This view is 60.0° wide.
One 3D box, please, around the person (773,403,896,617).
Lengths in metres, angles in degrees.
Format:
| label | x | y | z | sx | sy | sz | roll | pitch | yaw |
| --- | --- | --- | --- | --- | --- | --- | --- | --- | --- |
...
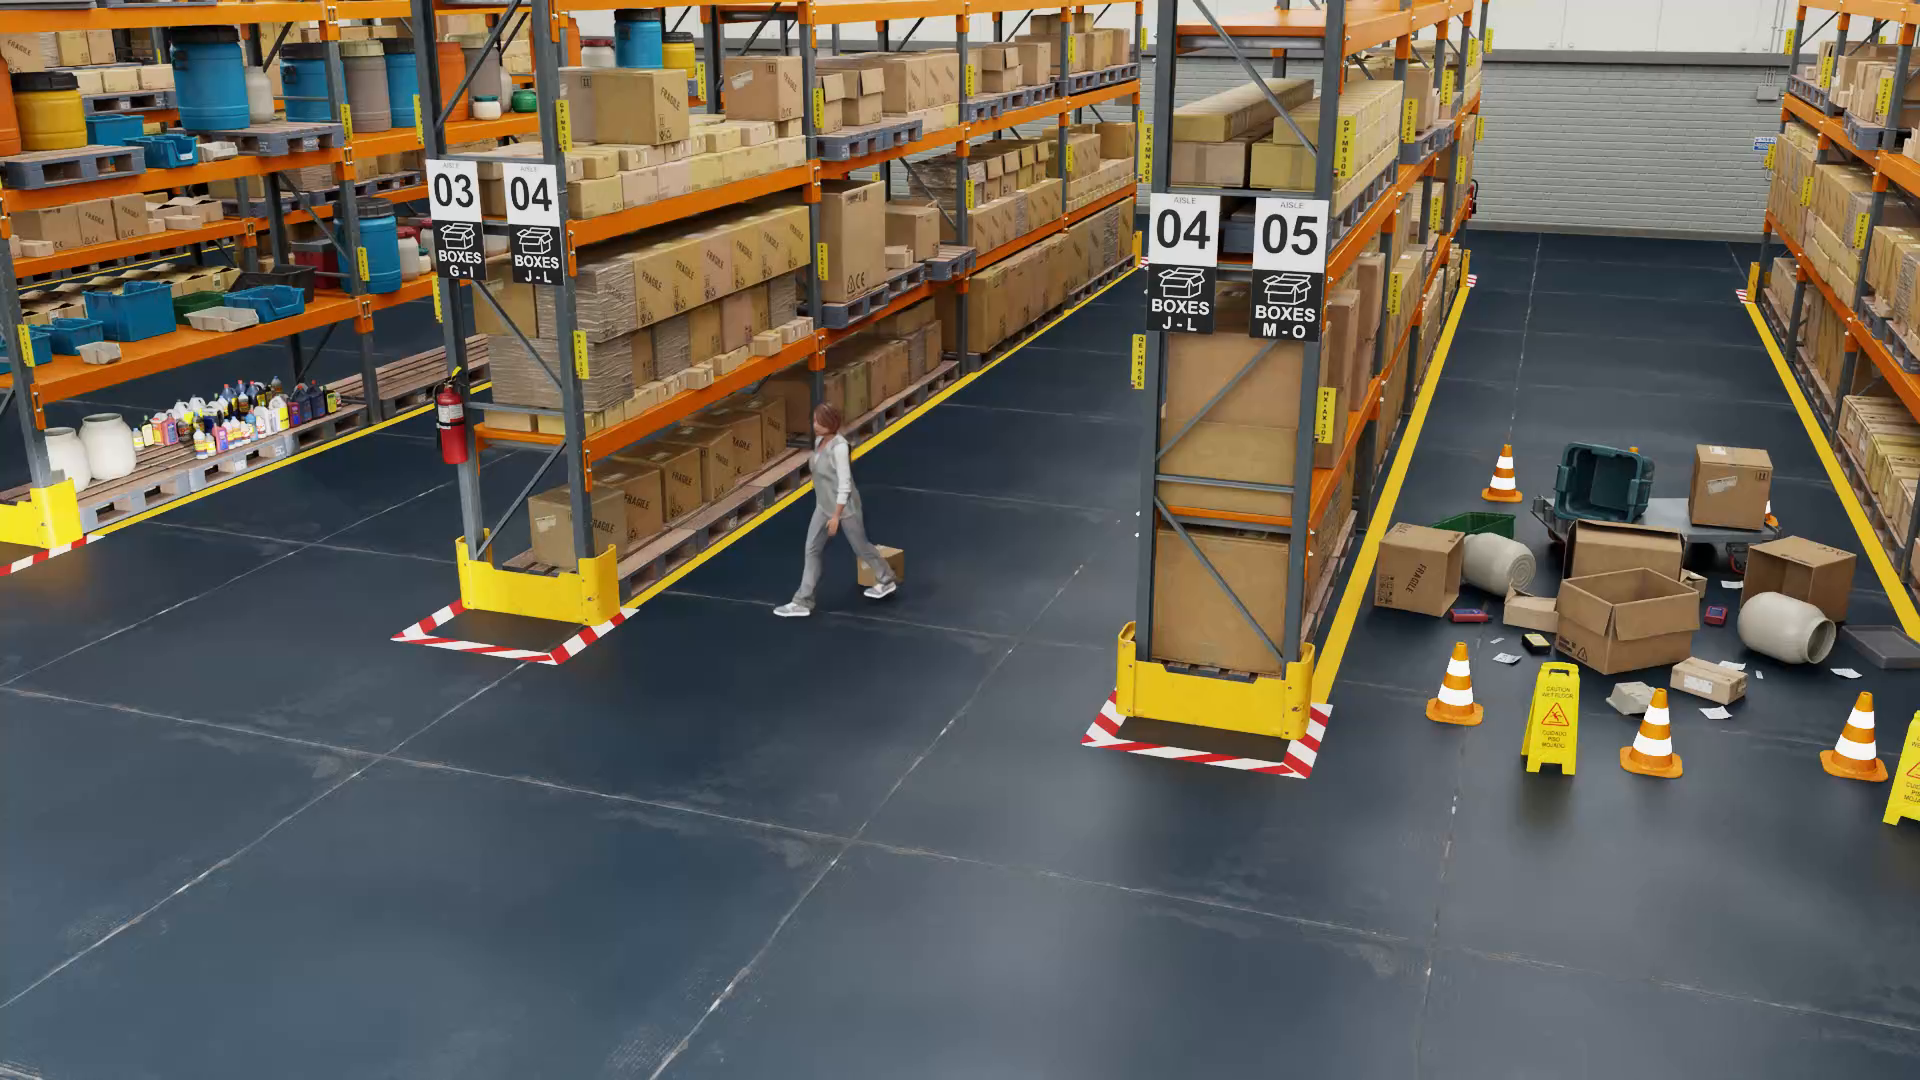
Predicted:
| label | x | y | z | sx | sy | sz | roll | pitch | yaw |
| --- | --- | --- | --- | --- | --- | --- | --- | --- | --- |
| person | -0.866 | -0.228 | 11.751 | 0.983 | 1.533 | 0.443 | -14 | 23 | -35 |
